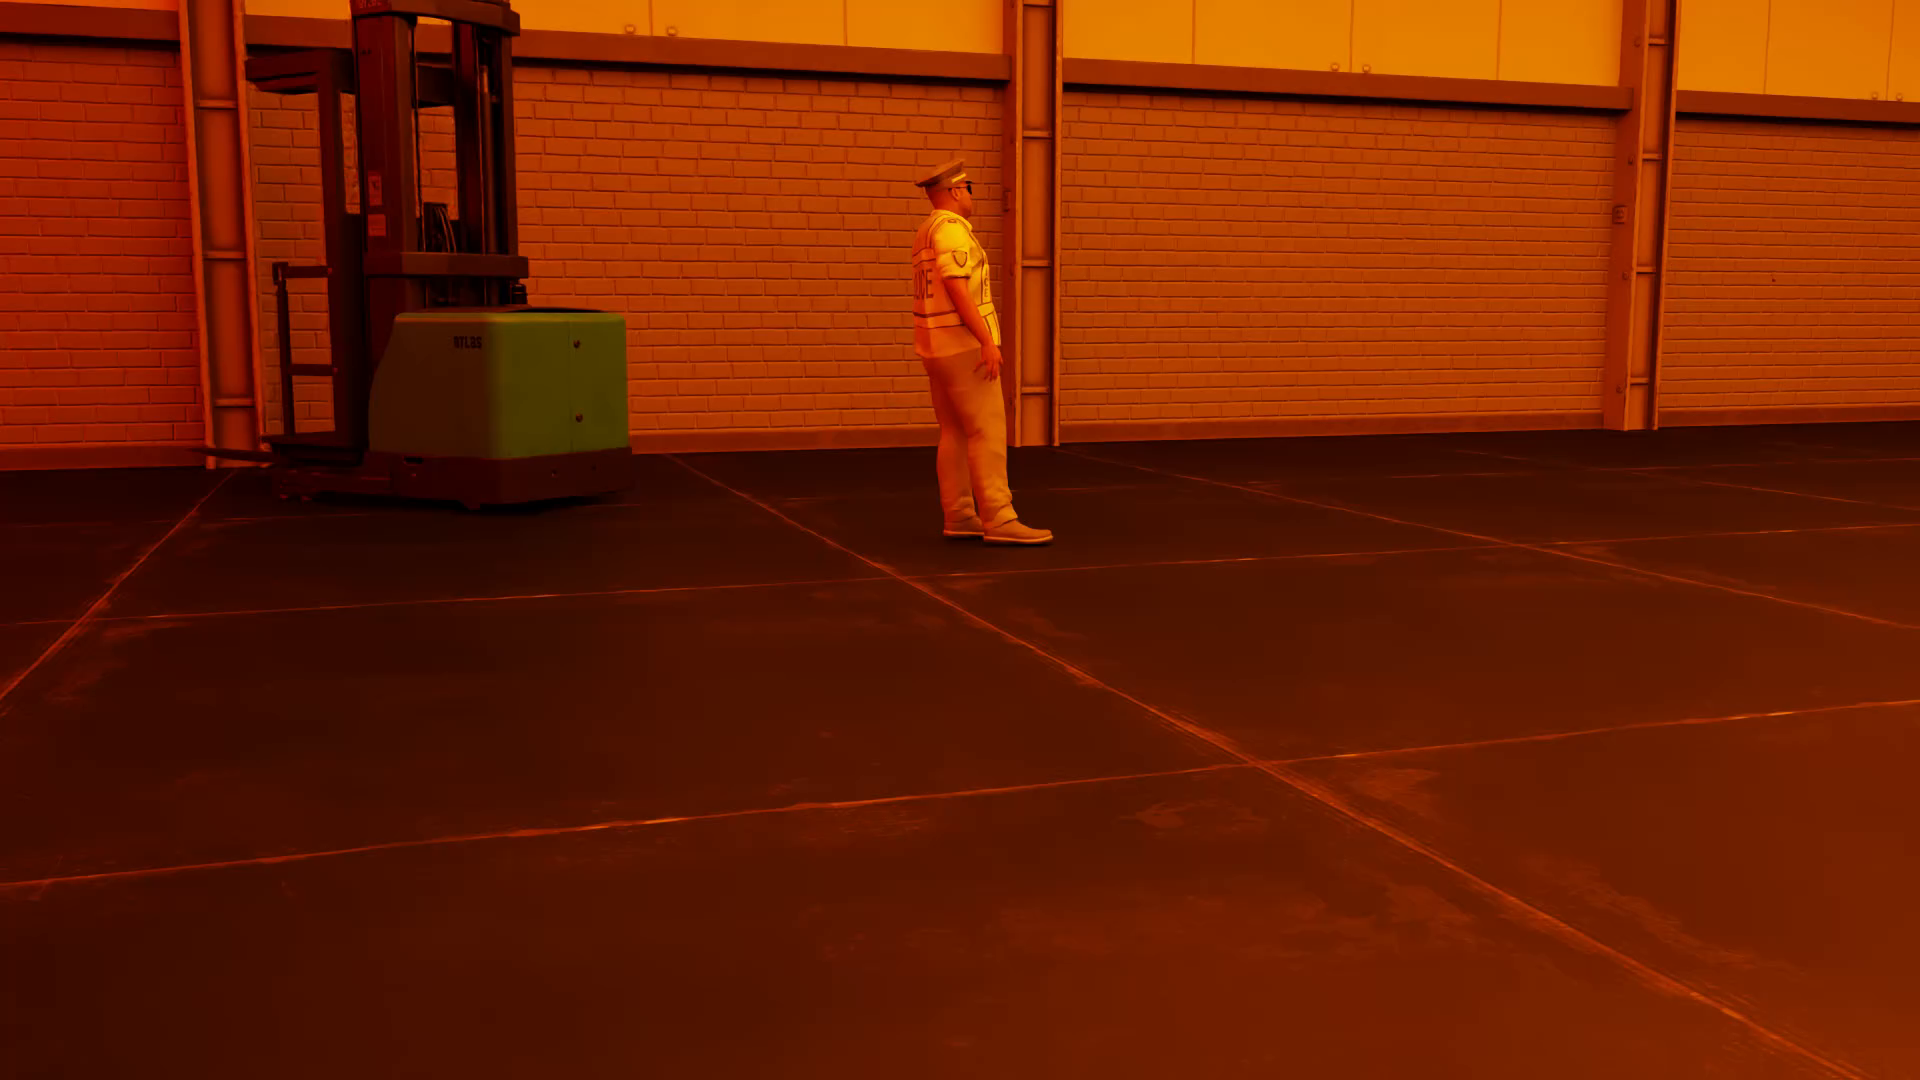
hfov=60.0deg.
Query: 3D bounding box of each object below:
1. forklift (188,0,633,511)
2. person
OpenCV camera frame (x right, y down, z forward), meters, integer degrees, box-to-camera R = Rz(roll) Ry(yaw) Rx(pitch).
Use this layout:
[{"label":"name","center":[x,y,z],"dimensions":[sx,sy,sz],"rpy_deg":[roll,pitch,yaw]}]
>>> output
[{"label":"forklift","center":[-3.406,-1.733,9.788],"dimensions":[3.031,2.935,1.130],"rpy_deg":[5,9,32]},{"label":"person","center":[0.077,-0.892,7.816],"dimensions":[0.575,1.781,0.640],"rpy_deg":[-3,8,-18]}]
